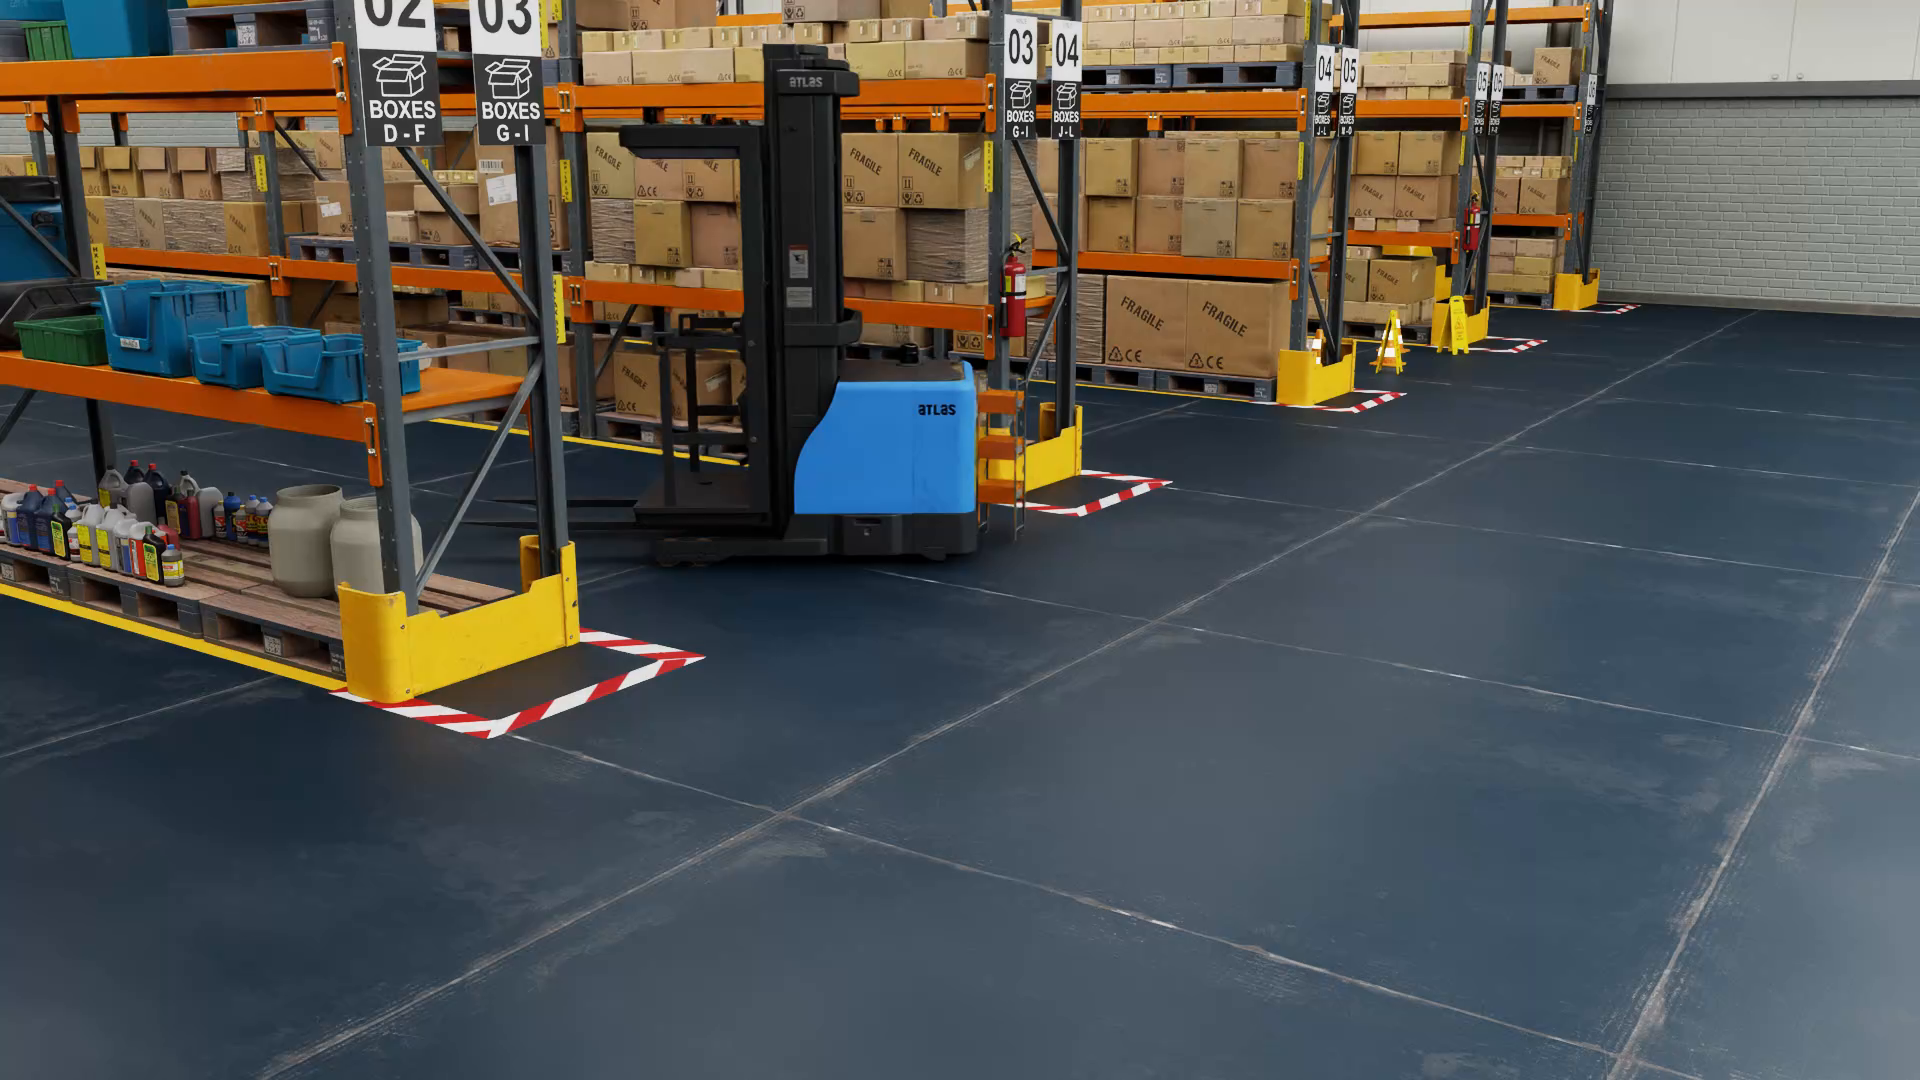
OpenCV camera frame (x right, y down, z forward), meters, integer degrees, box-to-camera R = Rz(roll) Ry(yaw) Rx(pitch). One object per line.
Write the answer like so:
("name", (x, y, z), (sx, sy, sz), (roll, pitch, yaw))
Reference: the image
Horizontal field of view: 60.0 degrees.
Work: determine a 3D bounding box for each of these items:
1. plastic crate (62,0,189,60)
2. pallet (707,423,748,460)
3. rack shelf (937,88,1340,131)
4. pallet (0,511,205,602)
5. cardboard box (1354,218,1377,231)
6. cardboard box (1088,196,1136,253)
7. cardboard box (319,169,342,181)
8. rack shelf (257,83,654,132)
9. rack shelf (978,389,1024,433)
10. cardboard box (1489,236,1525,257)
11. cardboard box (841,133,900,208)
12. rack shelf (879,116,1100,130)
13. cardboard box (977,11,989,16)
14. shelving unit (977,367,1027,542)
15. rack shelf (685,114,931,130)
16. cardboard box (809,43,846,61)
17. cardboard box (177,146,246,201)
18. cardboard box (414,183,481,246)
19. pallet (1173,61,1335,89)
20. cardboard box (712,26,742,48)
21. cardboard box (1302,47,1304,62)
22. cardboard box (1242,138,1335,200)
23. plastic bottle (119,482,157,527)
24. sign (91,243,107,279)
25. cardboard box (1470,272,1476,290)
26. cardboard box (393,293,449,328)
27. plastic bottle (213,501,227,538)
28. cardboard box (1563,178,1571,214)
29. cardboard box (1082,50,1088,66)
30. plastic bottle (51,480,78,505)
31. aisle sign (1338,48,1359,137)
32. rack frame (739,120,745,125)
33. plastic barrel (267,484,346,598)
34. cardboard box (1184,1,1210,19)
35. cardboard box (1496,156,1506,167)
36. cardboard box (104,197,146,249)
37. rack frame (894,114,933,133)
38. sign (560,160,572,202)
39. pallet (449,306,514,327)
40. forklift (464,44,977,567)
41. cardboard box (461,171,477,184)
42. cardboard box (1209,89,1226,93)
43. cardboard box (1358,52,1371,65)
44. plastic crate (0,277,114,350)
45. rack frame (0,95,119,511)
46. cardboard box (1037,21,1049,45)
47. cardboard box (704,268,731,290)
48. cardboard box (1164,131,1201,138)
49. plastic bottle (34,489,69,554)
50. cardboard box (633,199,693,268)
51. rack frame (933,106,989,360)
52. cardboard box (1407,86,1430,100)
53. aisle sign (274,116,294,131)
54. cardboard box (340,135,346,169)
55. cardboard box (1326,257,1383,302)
("plastic crate", (-3.999, -2.505, 7.991), (0.575, 0.384, 0.392), (9, 17, 33))
("pallet", (-1.210, -0.785, 13.055), (1.213, 0.211, 1.003), (9, 17, 33))
("rack shelf", (1.708, -4.199, 16.299), (4.000, 0.370, 1.077), (9, 17, 33))
("pallet", (-5.034, 0.054, 9.664), (1.213, 0.211, 1.003), (9, 17, 33))
("cardboard box", (4.913, -3.789, 19.911), (0.250, 0.149, 0.380), (10, 17, 34))
("cardboard box", (1.708, -3.170, 16.574), (0.500, 0.550, 0.875), (9, 17, 33))
("cardboard box", (-8.406, -4.845, 22.827), (0.500, 0.500, 0.500), (9, 16, 31))
("rack shelf", (-4.463, -3.760, 14.525), (4.000, 0.370, 1.077), (9, 17, 33))
("rack shelf", (0.257, -0.793, 10.204), (0.240, 0.259, 0.215), (5, 15, 19))
("cardboard box", (7.830, -4.236, 23.961), (0.500, 0.250, 0.500), (10, 17, 34))
("cardboard box", (-0.497, -2.617, 11.746), (0.500, 0.500, 0.500), (9, 17, 33))
("rack shelf", (0.516, -7.263, 28.674), (4.000, 0.370, 1.077), (9, 17, 33))
("cardboard box", (0.374, -5.183, 16.559), (0.250, 0.149, 0.380), (9, 17, 32))
("shelving unit", (0.257, -0.528, 10.270), (0.252, 1.050, 0.215), (5, 15, 19))
("rack shelf", (-2.251, -6.273, 24.674), (4.000, 0.370, 1.077), (9, 17, 33))
("cardboard box", (-0.863, -3.383, 11.816), (0.500, 0.250, 0.500), (10, 17, 34))
("cardboard box", (-7.259, -3.646, 16.515), (0.637, 0.503, 0.797), (10, 17, 34))
("cardboard box", (-4.293, -2.853, 14.518), (0.637, 0.503, 0.797), (11, 18, 38))
("pallet", (2.746, -4.335, 15.533), (1.213, 0.211, 1.003), (9, 17, 33))
("cardboard box", (-1.603, -3.689, 12.225), (0.250, 0.149, 0.380), (9, 16, 32))
("cardboard box", (3.262, -4.520, 15.540), (0.250, 0.149, 0.380), (9, 17, 33))
("cardboard box", (3.081, -3.479, 15.574), (0.550, 0.550, 0.875), (9, 17, 33))
("plastic bottle", (-4.775, -0.201, 9.647), (0.135, 0.276, 0.152), (9, 17, 33))
("sign", (-5.252, -1.640, 10.130), (0.005, 0.325, 0.100), (9, 17, 33))
("cardboard box", (7.430, -3.821, 24.366), (0.500, 0.250, 0.500), (9, 17, 33))
("cardboard box", (-5.104, -2.133, 15.422), (0.500, 0.250, 0.500), (12, 18, 39))
("plastic bottle", (-4.199, -0.122, 9.481), (0.097, 0.201, 0.097), (0, 14, 0))
("cardboard box", (8.558, -4.985, 24.011), (0.500, 0.500, 0.500), (10, 17, 35))
("cardboard box", (1.219, -4.660, 16.104), (0.250, 0.149, 0.380), (9, 17, 33))
("plastic bottle", (-5.049, -0.163, 9.336), (0.185, 0.351, 0.144), (9, 17, 33))
("aisle sign", (3.594, -4.136, 15.380), (0.004, 0.787, 0.394), (9, 17, 33))
("rack frame", (-4.463, -6.961, 32.199), (0.127, 3.000, 1.000), (9, 17, 33))
("plastic barrel", (-3.253, 0.002, 8.374), (0.421, 0.512, 0.421), (0, 14, 0))
("cardboard box", (2.264, -4.878, 15.324), (0.250, 0.149, 0.380), (10, 17, 34))
("cardboard box", (7.779, -5.433, 23.853), (0.250, 0.149, 0.380), (9, 17, 33))
("cardboard box", (-8.367, -3.261, 17.044), (0.500, 0.500, 0.500), (9, 16, 32))
("rack frame", (-0.592, -4.897, 23.865), (0.127, 3.000, 1.000), (9, 17, 33))
("sign", (-3.110, -2.836, 13.128), (0.005, 0.325, 0.100), (9, 17, 33))
("pallet", (-5.943, -2.976, 21.905), (1.213, 0.211, 1.003), (9, 17, 33))
("forklift", (-1.419, -1.395, 9.858), (3.031, 2.935, 1.130), (0, 14, -1))
("cardboard box", (-6.073, -4.588, 21.027), (0.250, 0.149, 0.380), (9, 17, 33))
("cardboard box", (3.303, -5.547, 20.769), (0.250, 0.149, 0.380), (9, 17, 33))
("cardboard box", (4.806, -5.684, 19.662), (0.250, 0.149, 0.380), (9, 17, 33))
("plastic crate", (-5.204, -1.272, 9.348), (0.504, 0.338, 0.767), (9, 17, 33))
("rack frame", (-5.568, -1.398, 9.726), (0.127, 3.000, 1.000), (9, 17, 33))
("cardboard box", (0.416, -3.508, 11.494), (0.250, 0.149, 0.380), (9, 17, 32))
("cardboard box", (-1.742, -2.012, 12.730), (0.250, 0.149, 0.380), (9, 17, 33))
("cardboard box", (2.971, -4.937, 21.117), (0.500, 0.500, 0.700), (9, 17, 32))
("plastic bottle", (-4.973, -0.109, 9.118), (0.185, 0.351, 0.144), (8, 16, 30))
("cardboard box", (-2.069, -2.431, 13.075), (0.500, 0.500, 0.875), (9, 17, 33))
("rack frame", (0.049, -3.361, 17.656), (0.127, 3.000, 1.000), (9, 17, 33))
("cardboard box", (5.370, -5.178, 19.277), (0.250, 0.149, 0.380), (9, 17, 33))
("aisle sign", (-9.802, -6.301, 24.126), (0.004, 0.787, 0.394), (9, 17, 33))
("cardboard box", (-7.979, -5.260, 22.423), (0.500, 0.500, 0.500), (10, 17, 34))
("cardboard box", (4.801, -3.183, 20.225), (0.500, 0.500, 0.500), (10, 17, 35))
